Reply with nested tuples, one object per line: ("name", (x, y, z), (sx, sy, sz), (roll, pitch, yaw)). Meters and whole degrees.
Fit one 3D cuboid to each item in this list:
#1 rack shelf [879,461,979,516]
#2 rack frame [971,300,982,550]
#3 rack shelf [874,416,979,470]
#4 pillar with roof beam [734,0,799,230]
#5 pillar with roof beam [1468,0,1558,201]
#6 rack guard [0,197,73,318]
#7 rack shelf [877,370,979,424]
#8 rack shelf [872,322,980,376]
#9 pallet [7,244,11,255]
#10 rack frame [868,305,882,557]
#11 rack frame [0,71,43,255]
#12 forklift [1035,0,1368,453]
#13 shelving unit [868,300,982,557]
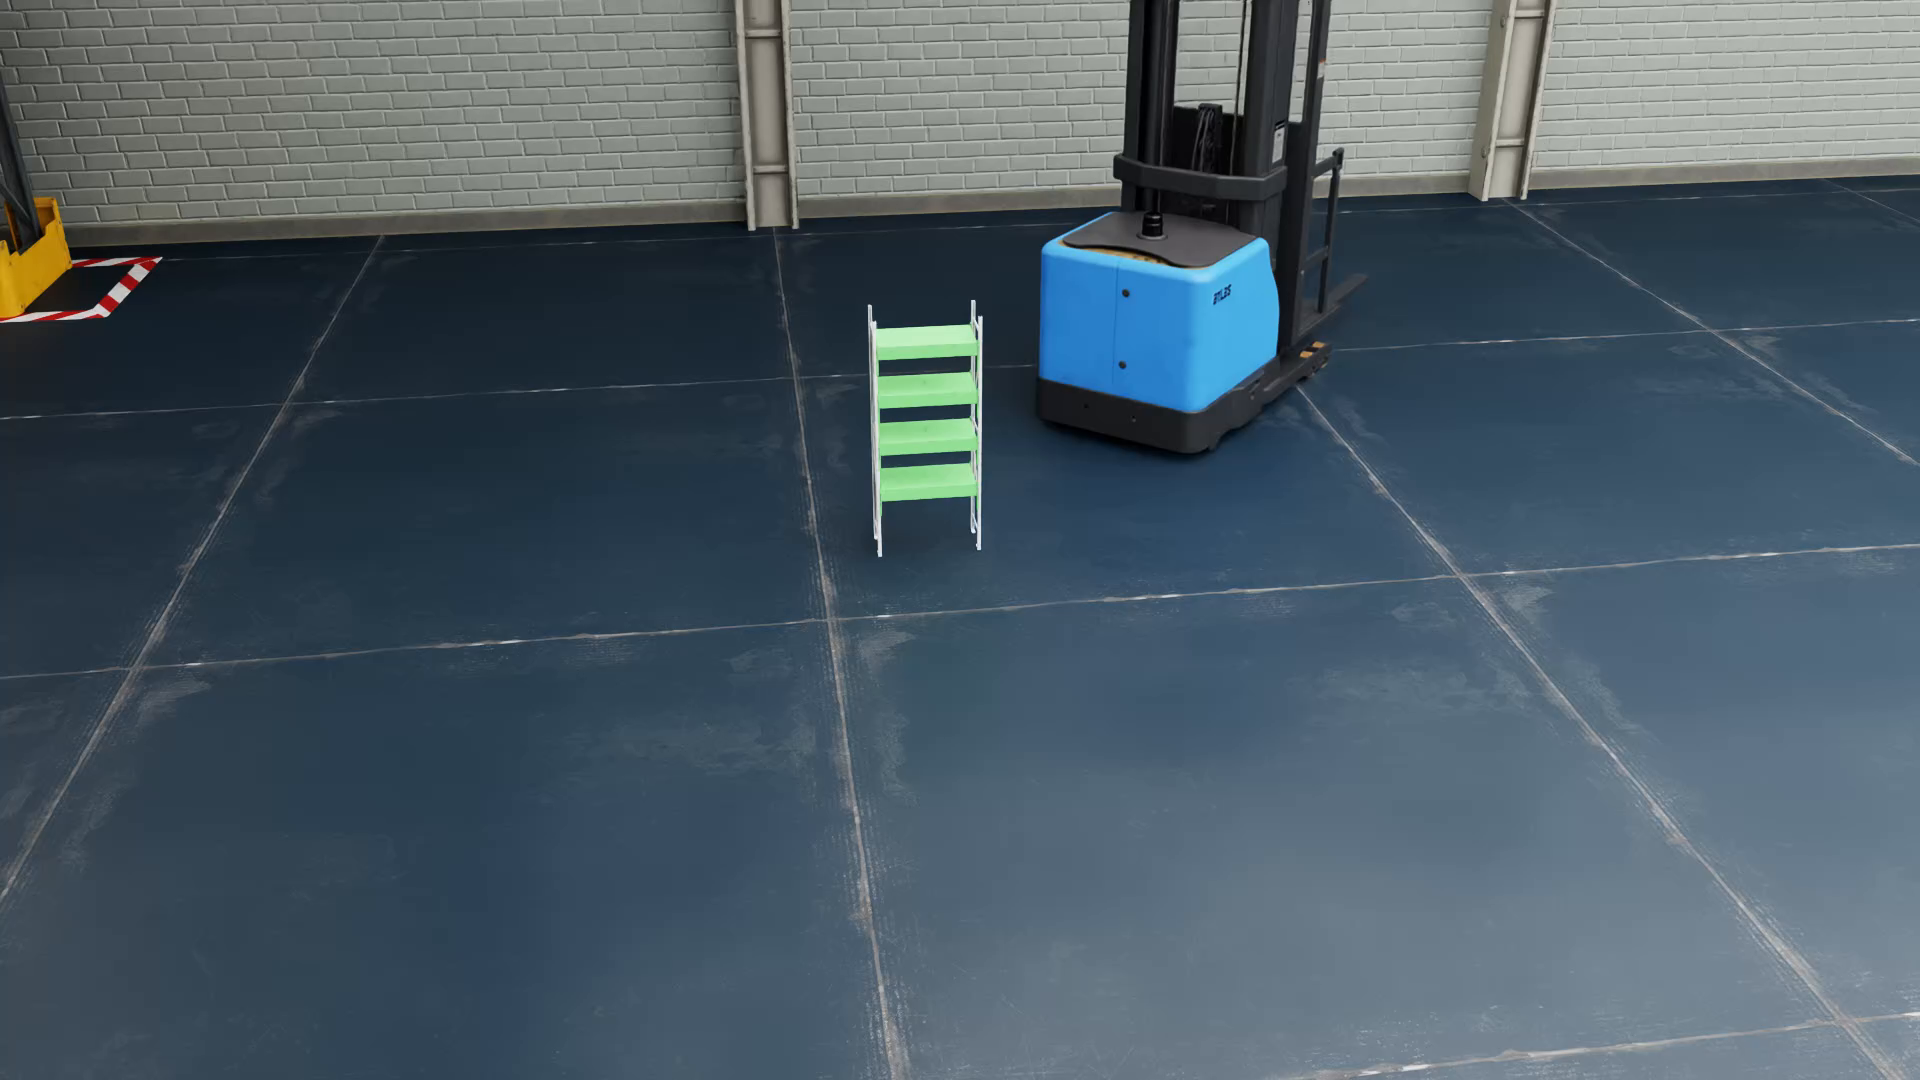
("rack shelf", (-0.164, -0.253, 8.094), (0.480, 0.148, 0.258), (-4, 27, -7))
("rack frame", (0.078, -0.539, 7.986), (0.015, 1.200, 0.240), (-4, 27, -7))
("rack shelf", (-0.164, -0.466, 7.985), (0.480, 0.148, 0.258), (-4, 27, -7))
("pillar with roof beam", (-0.875, -4.549, 7.259), (0.400, 9.000, 9.100), (-4, 27, -7))
("pillar with roof beam", (5.067, -4.931, 8.003), (0.400, 9.000, 9.100), (-4, 27, -7))
("rack guard", (-6.577, -1.971, 11.544), (0.348, 0.500, 1.175), (-4, 27, -7))
("rack shelf", (-0.164, -0.680, 7.875), (0.480, 0.148, 0.258), (-4, 27, -7))
("rack shelf", (-0.164, -0.893, 7.766), (0.480, 0.148, 0.258), (-4, 27, -7))
("pallet", (-7.352, -1.774, 11.475), (1.213, 0.211, 1.003), (-4, 27, -7))
("rack frame", (-0.406, -0.508, 7.925), (0.015, 1.200, 0.240), (-4, 27, -7))
("rack frame", (-6.601, -3.082, 10.970), (0.127, 3.000, 1.000), (-4, 27, -7))
("forklift", (1.655, -2.399, 9.715), (1.130, 2.935, 3.031), (17, 31, 29))
("shelving unit", (-0.164, -0.523, 7.956), (0.503, 1.200, 0.258), (-4, 27, -7))
